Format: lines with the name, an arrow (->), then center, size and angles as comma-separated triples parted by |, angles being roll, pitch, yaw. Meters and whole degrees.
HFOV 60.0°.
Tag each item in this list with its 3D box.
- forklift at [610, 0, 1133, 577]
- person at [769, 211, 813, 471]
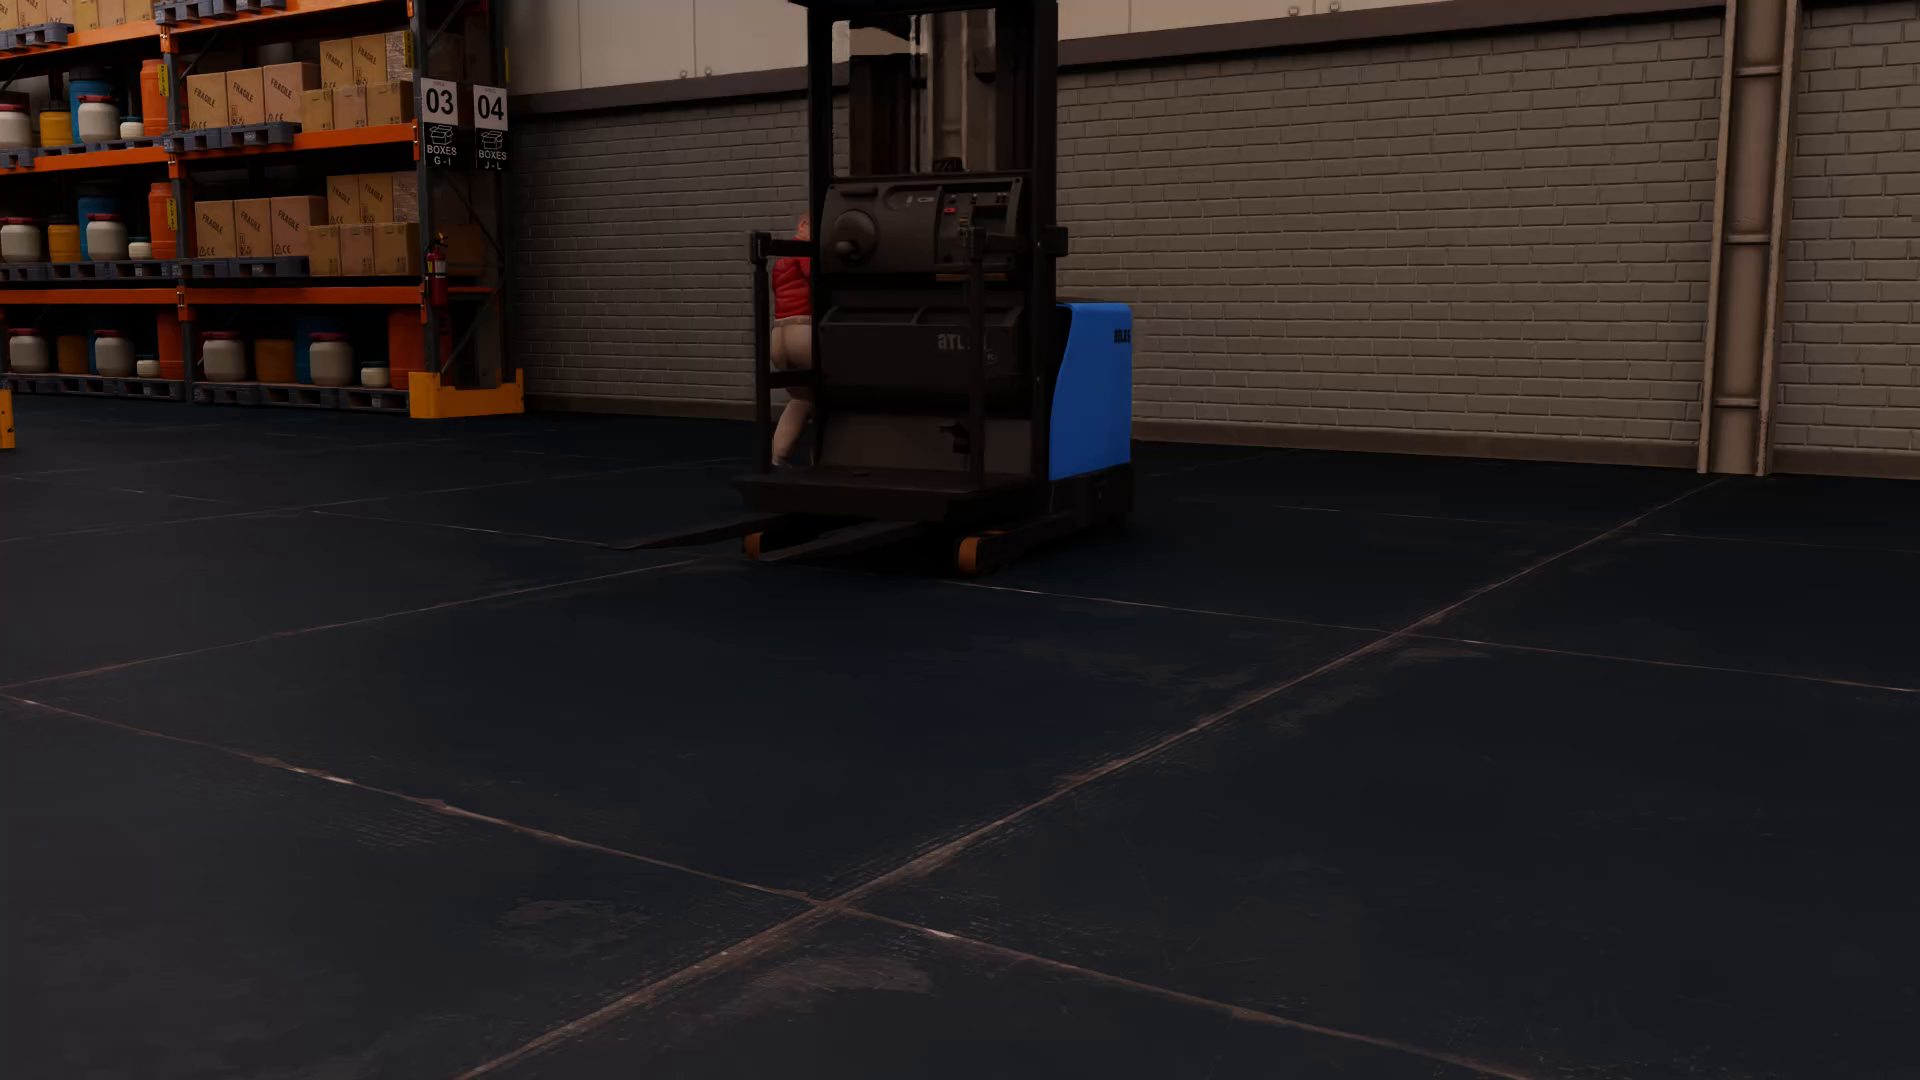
forklift -> -0.262, -1.373, 6.848 | 1.130, 2.935, 3.031 | 4, 9, 26
person -> -0.888, -1.226, 10.476 | 0.700, 1.670, 0.783 | -7, 11, -41
